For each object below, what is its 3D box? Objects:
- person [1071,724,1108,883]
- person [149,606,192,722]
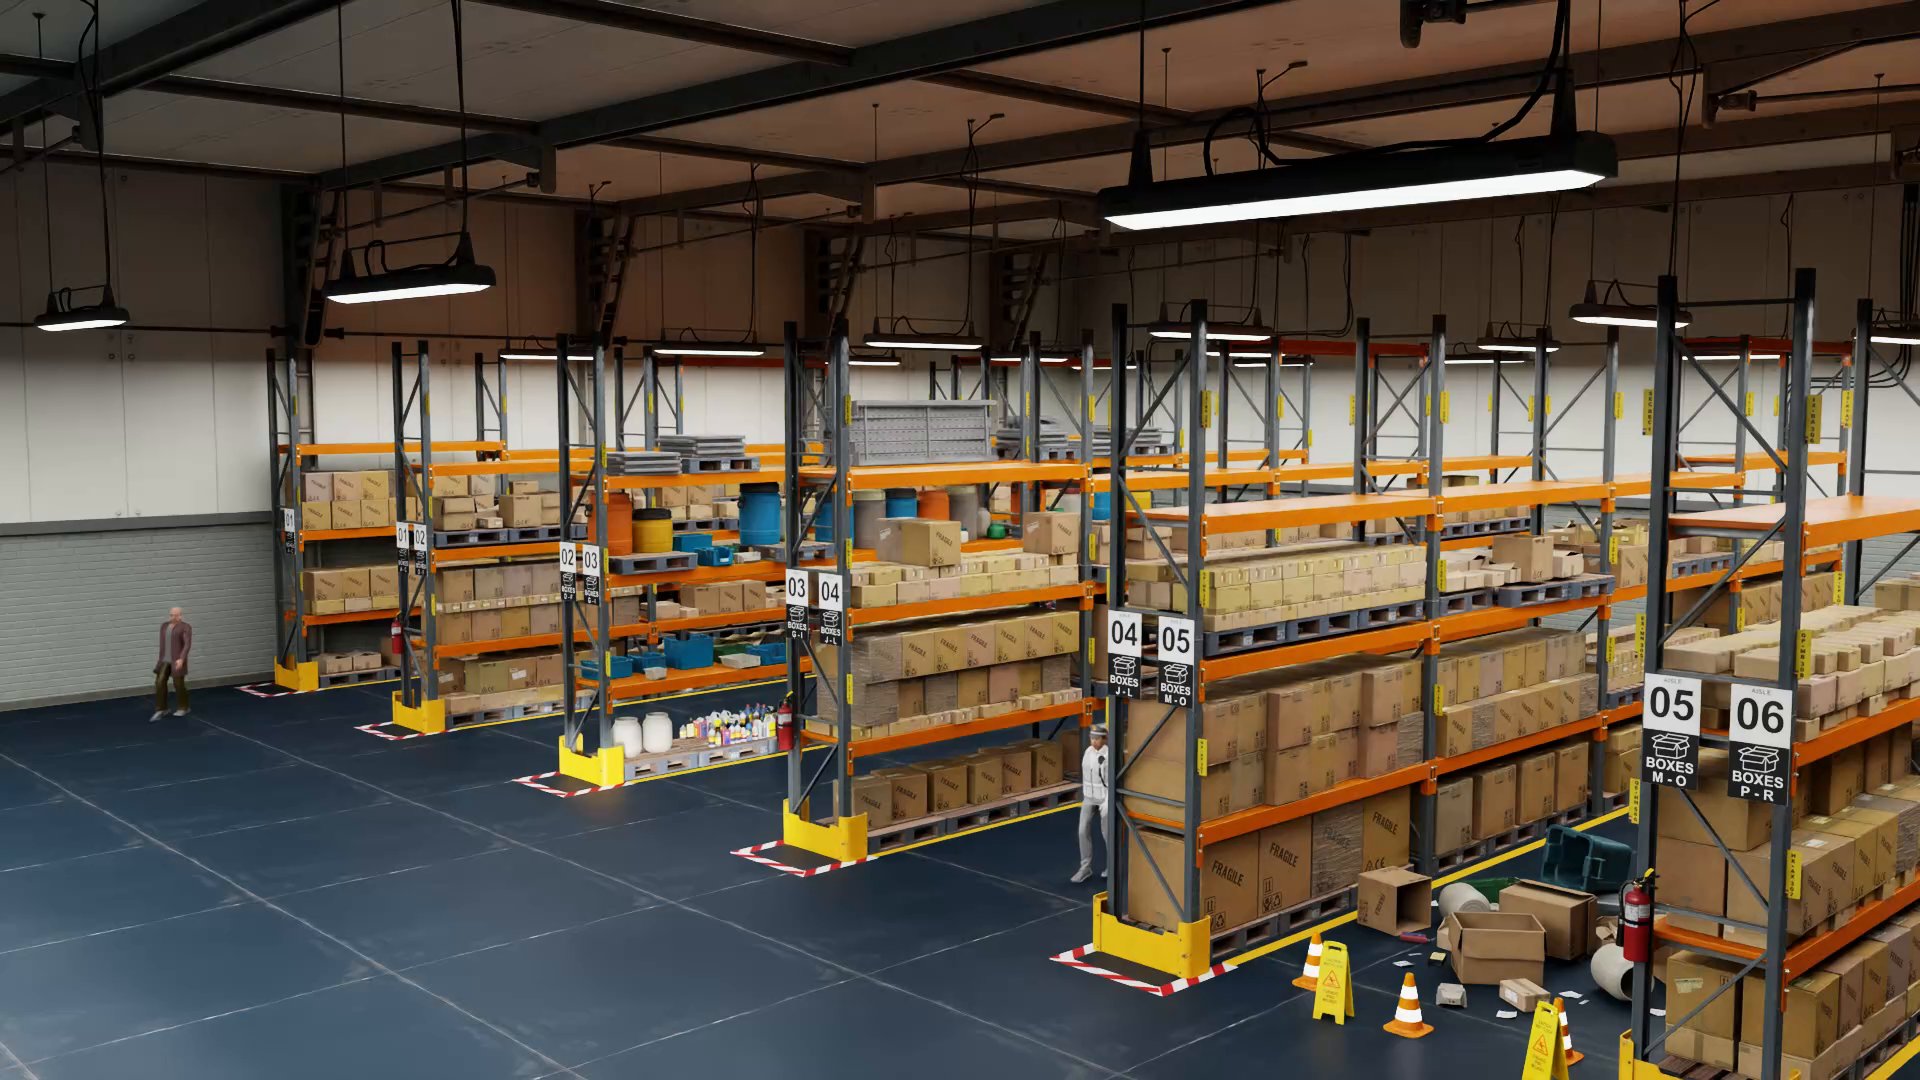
[{"bbox_3d":[1.477,2.806,17.771,0.529,1.703,0.581,4,7,42],"label":"person"},{"bbox_3d":[-12.671,1.985,26.695,0.609,1.818,0.699,1,5,7],"label":"person"}]
